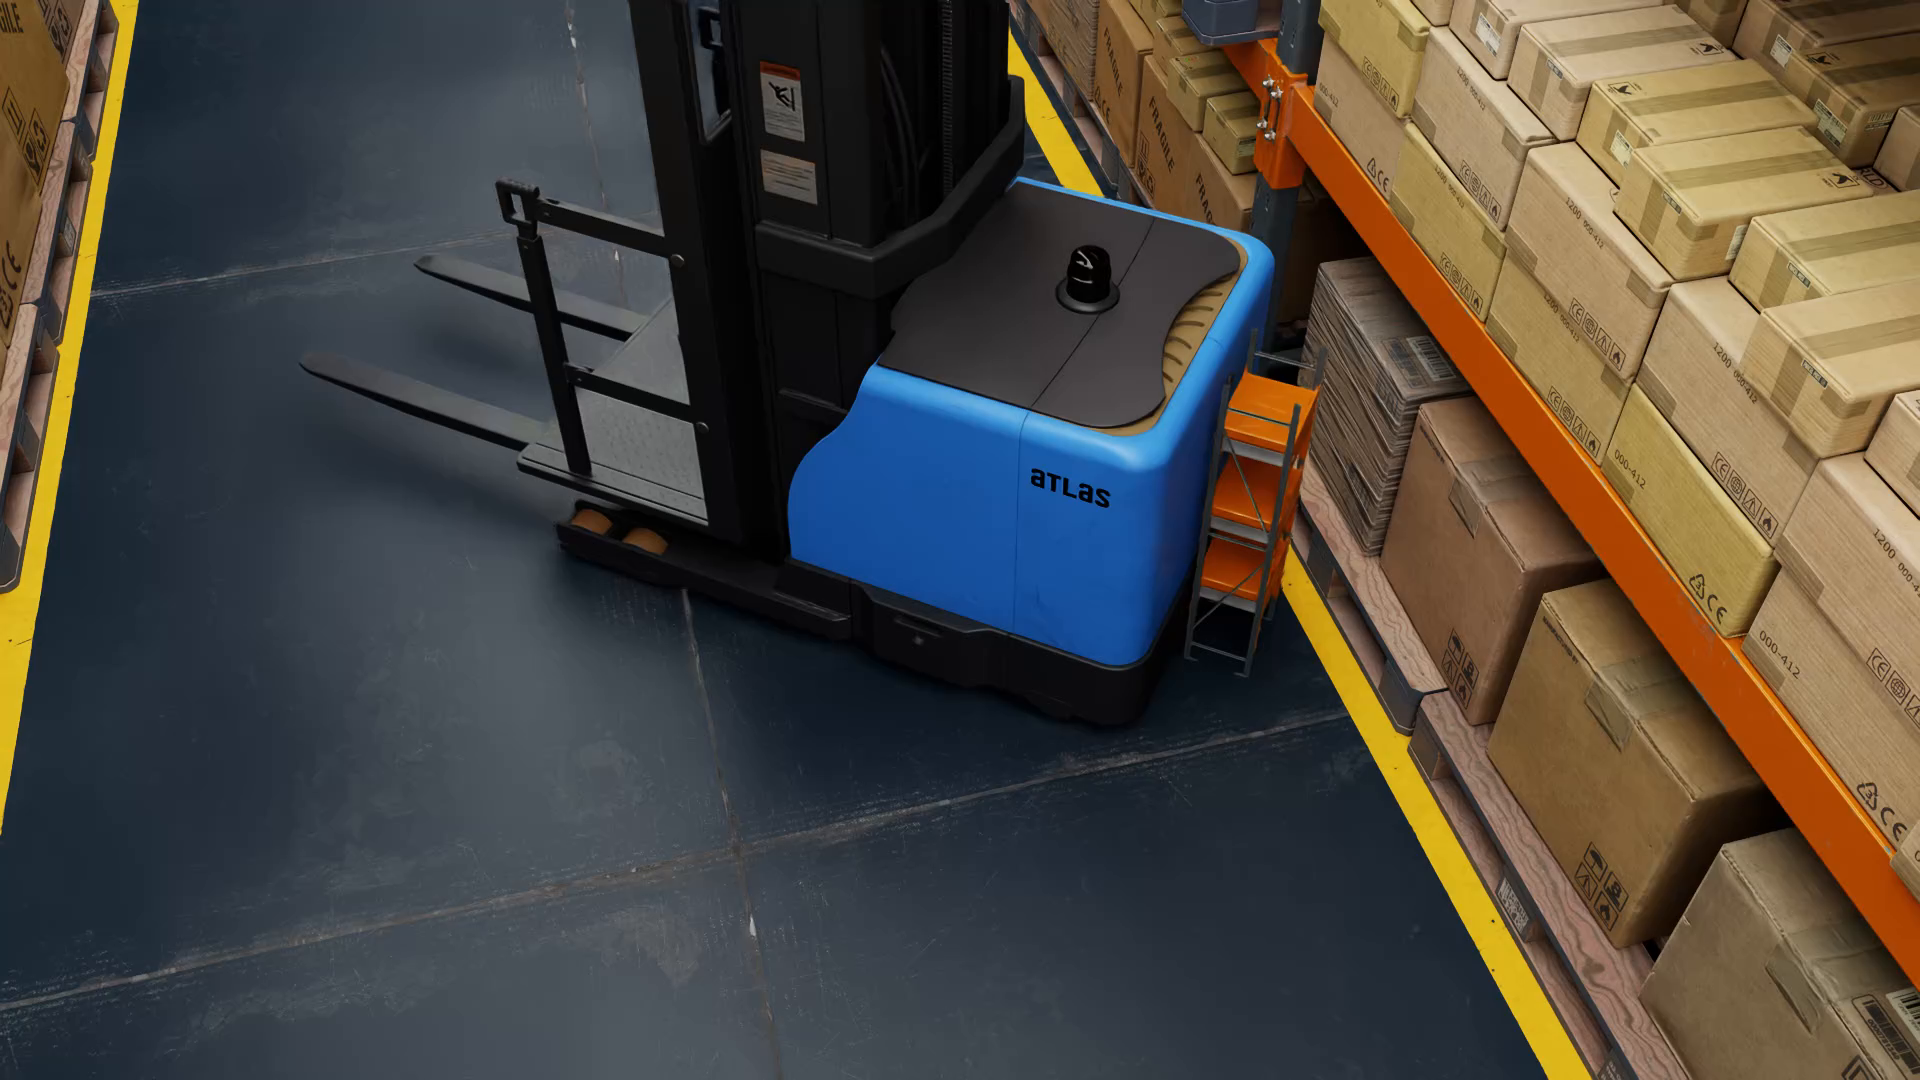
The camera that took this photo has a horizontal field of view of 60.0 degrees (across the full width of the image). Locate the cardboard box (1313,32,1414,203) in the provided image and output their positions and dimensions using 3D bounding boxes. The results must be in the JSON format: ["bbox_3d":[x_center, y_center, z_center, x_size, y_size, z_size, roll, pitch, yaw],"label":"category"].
[{"bbox_3d":[1.278,-1.165,4.397,0.500,0.250,0.500,-11,47,-10],"label":"cardboard box"}]

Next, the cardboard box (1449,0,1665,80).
[{"bbox_3d":[1.358,-1.200,3.802,0.380,0.149,0.250,-10,46,-9],"label":"cardboard box"}]

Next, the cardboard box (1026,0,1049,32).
[{"bbox_3d":[0.553,-2.516,7.072,0.500,0.500,0.500,-12,47,-11],"label":"cardboard box"}]

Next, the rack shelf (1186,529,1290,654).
[{"bbox_3d":[0.800,0.129,4.792,0.215,0.259,0.240,17,48,16],"label":"rack shelf"}]

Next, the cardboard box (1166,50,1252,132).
[{"bbox_3d":[0.930,-1.546,5.666,0.380,0.149,0.250,-13,47,-12],"label":"cardboard box"}]

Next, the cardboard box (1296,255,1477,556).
[{"bbox_3d":[1.548,-0.452,4.961,0.875,0.625,0.625,-9,46,-9],"label":"cardboard box"}]

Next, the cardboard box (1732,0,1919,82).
[{"bbox_3d":[1.993,-1.137,3.739,0.380,0.149,0.250,-12,47,-11],"label":"cardboard box"}]

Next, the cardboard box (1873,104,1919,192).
[{"bbox_3d":[2.129,-0.785,3.395,0.380,0.149,0.250,-11,47,-11],"label":"cardboard box"}]

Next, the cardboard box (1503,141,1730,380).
[{"bbox_3d":[1.522,-0.630,3.522,0.500,0.250,0.500,-12,47,-11],"label":"cardboard box"}]

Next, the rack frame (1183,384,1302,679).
[{"bbox_3d":[0.751,0.007,4.508,0.200,1.050,0.008,17,48,16],"label":"rack frame"}]

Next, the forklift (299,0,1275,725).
[{"bbox_3d":[-0.682,-1.224,4.398,3.031,2.935,1.130,18,48,17],"label":"forklift"}]

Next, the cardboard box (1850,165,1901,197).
[{"bbox_3d":[2.043,-0.733,3.623,0.500,0.250,0.500,-11,47,-11],"label":"cardboard box"}]

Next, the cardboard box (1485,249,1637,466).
[{"bbox_3d":[1.541,-0.463,3.708,0.500,0.250,0.500,-12,47,-12],"label":"cardboard box"}]

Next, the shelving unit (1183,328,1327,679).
[{"bbox_3d":[0.800,-0.073,4.586,0.215,1.050,0.252,17,48,16],"label":"shelving unit"}]

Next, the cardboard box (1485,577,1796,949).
[{"bbox_3d":[1.895,0.463,4.065,0.875,0.625,0.625,-12,47,-12],"label":"cardboard box"}]

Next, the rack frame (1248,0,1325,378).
[{"bbox_3d":[1.401,-1.569,4.687,1.000,3.000,0.127,-11,47,-10],"label":"rack frame"}]

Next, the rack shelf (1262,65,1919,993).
[{"bbox_3d":[1.913,0.064,3.591,1.077,0.370,4.000,-11,47,-10],"label":"rack shelf"}]

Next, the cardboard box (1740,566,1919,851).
[{"bbox_3d":[1.812,0.251,3.009,0.500,0.250,0.500,-10,47,-10],"label":"cardboard box"}]

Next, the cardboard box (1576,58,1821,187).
[{"bbox_3d":[1.530,-0.854,3.463,0.380,0.149,0.250,-10,46,-10],"label":"cardboard box"}]

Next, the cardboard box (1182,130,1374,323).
[{"bbox_3d":[1.085,-1.094,5.678,0.500,0.500,0.500,-9,46,-9],"label":"cardboard box"}]

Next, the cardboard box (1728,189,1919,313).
[{"bbox_3d":[1.699,-0.506,3.122,0.380,0.149,0.250,-11,47,-10],"label":"cardboard box"}]

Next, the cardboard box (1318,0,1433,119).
[{"bbox_3d":[1.254,-1.336,4.214,0.500,0.250,0.500,-11,47,-10],"label":"cardboard box"}]

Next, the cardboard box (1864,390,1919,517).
[{"bbox_3d":[1.767,-0.141,2.764,0.380,0.149,0.250,-10,46,-10],"label":"cardboard box"}]

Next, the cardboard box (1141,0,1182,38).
[{"bbox_3d":[0.882,-1.926,6.039,0.380,0.149,0.250,-9,46,-9],"label":"cardboard box"}]

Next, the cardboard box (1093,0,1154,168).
[{"bbox_3d":[0.830,-1.802,6.372,0.500,0.500,0.500,-9,46,-9],"label":"cardboard box"}]

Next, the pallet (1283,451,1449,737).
[{"bbox_3d":[1.574,-0.017,5.119,1.003,0.211,1.213,-11,47,-10],"label":"pallet"}]

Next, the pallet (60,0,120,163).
[{"bbox_3d":[-4.150,-1.926,6.989,1.003,0.211,1.213,-11,47,-10],"label":"pallet"}]

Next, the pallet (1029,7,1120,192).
[{"bbox_3d":[0.938,-1.956,7.019,1.003,0.211,1.213,-11,47,-10],"label":"pallet"}]

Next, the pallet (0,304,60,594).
[{"bbox_3d":[-3.525,-0.241,5.338,1.003,0.211,1.213,-11,47,-10],"label":"pallet"}]

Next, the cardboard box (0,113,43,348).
[{"bbox_3d":[-3.717,-1.171,5.491,0.875,0.875,0.875,-10,46,-10],"label":"cardboard box"}]

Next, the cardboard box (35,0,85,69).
[{"bbox_3d":[-4.184,-2.410,6.706,0.875,0.875,0.875,-9,46,-9],"label":"cardboard box"}]

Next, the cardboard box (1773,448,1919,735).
[{"bbox_3d":[1.788,0.070,2.836,0.500,0.250,0.500,-10,46,-10],"label":"cardboard box"}]
